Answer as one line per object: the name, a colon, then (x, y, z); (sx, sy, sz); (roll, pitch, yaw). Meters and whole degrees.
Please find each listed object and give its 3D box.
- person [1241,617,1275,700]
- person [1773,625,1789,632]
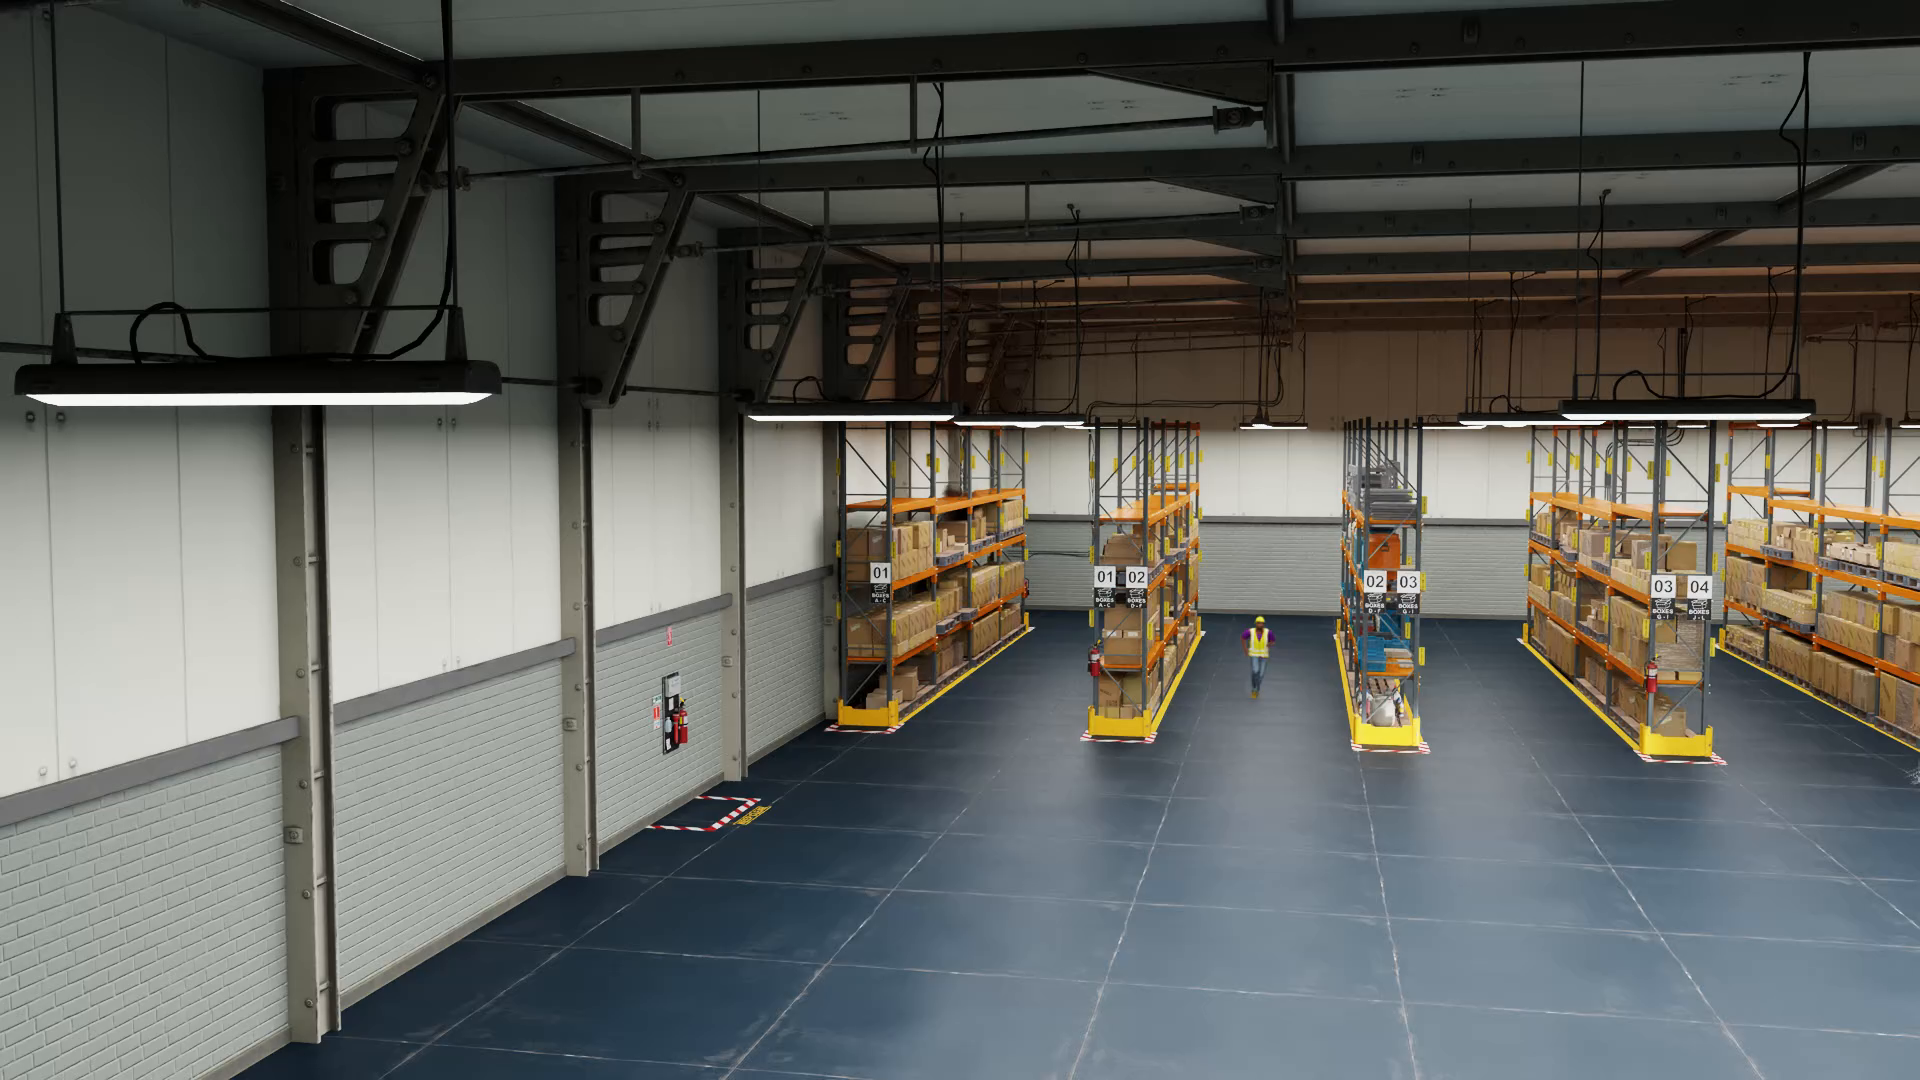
person: (6.430, 2.536, 35.776); (0.675, 1.798, 0.789); (0, 4, -3)
person: (22.020, 2.040, 44.465); (0.679, 1.614, 0.566); (-2, 4, -25)
